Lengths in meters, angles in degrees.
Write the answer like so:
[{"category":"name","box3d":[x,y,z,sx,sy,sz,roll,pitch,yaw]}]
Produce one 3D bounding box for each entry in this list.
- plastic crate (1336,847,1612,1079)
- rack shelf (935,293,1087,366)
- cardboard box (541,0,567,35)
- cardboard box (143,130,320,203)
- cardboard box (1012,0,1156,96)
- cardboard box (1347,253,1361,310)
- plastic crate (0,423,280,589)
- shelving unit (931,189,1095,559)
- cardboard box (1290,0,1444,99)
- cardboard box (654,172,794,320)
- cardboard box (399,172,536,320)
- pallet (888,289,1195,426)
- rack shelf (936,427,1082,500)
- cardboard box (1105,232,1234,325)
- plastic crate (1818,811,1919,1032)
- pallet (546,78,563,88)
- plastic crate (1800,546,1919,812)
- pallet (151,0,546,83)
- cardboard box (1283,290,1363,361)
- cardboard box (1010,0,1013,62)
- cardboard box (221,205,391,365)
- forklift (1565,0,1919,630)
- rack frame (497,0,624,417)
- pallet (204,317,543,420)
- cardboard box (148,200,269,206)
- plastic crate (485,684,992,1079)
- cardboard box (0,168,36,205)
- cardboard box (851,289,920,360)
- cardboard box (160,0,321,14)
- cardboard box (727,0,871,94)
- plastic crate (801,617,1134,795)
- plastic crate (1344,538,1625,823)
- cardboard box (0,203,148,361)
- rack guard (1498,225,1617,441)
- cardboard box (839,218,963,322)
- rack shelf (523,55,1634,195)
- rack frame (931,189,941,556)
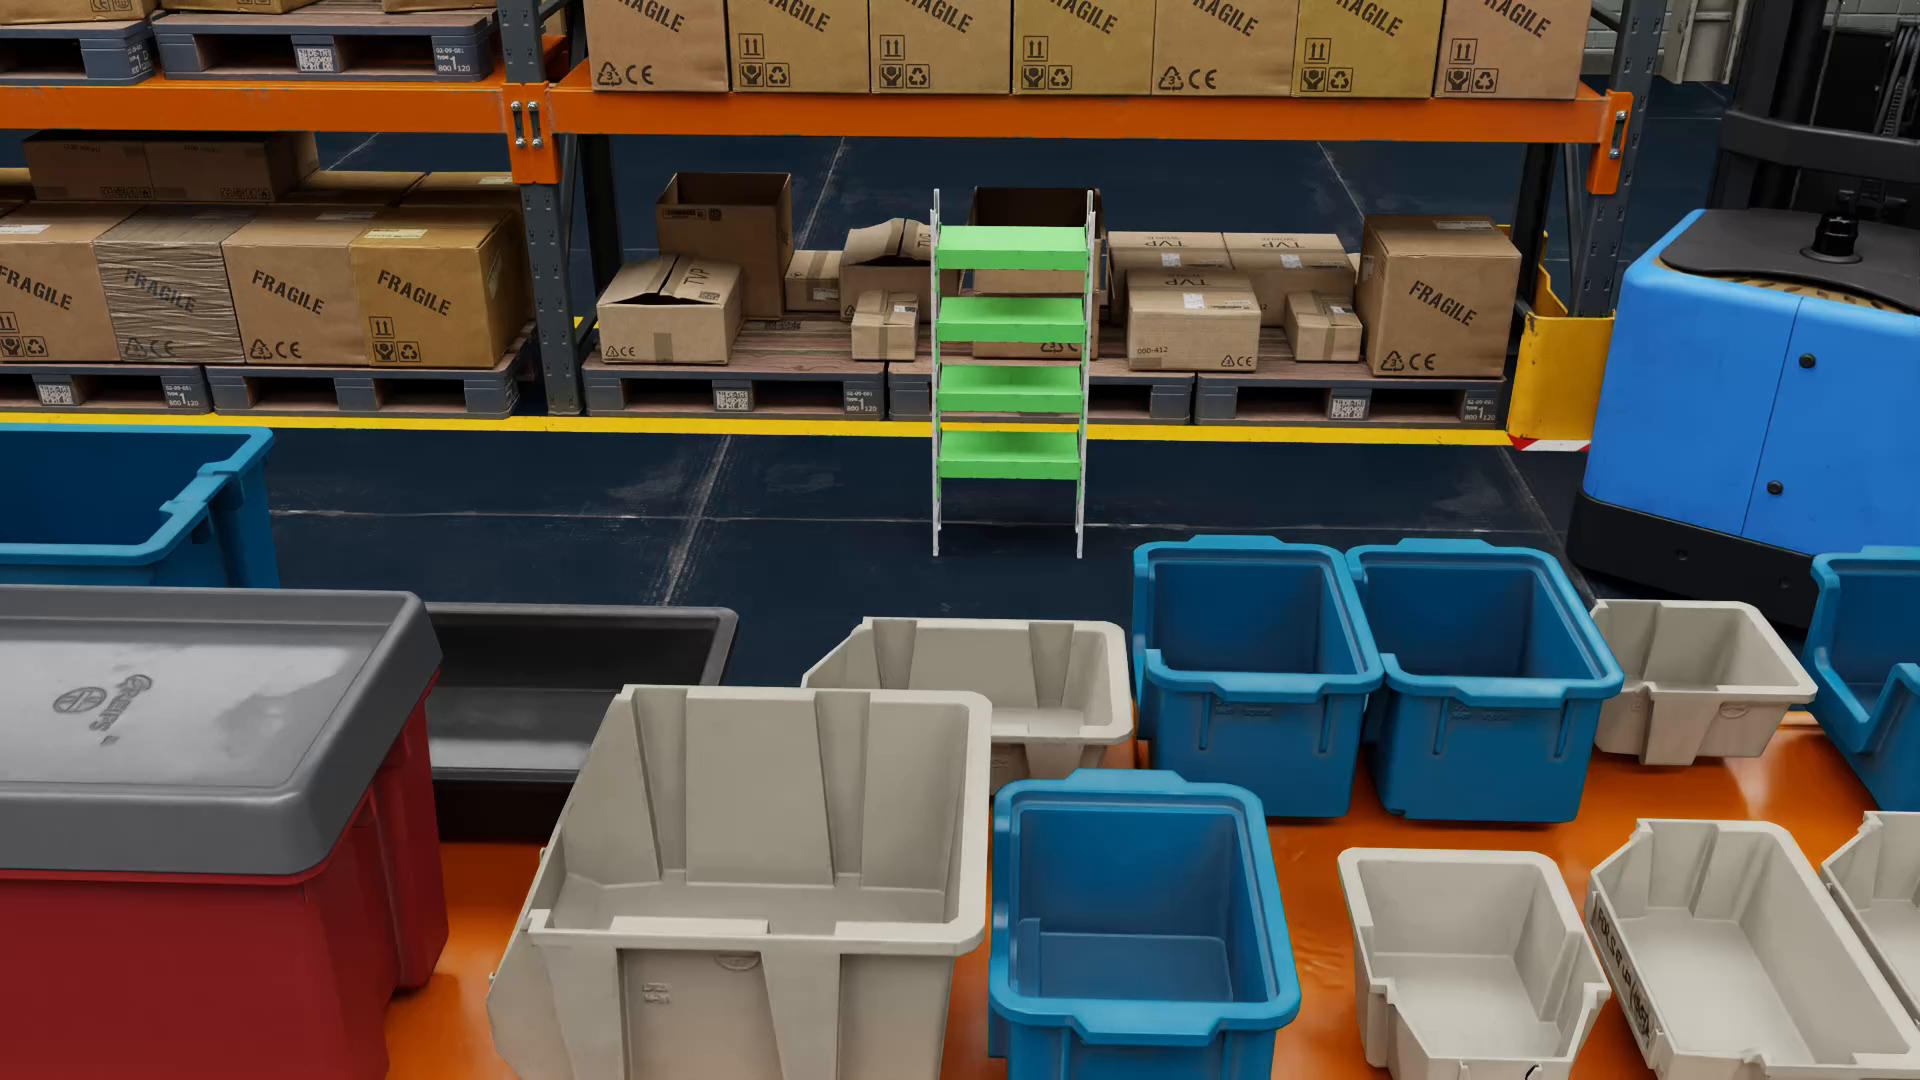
[{"category":"plastic crate","box3d":[0.558,0.491,1.839,0.250,0.136,0.298,1,28,2]},{"category":"rack shelf","box3d":[0.165,-0.683,5.381,0.480,0.148,0.258,1,28,2]},{"category":"cardboard box","box3d":[-2.947,-3.572,11.132,0.750,0.750,0.750,2,28,3]},{"category":"cardboard box","box3d":[-3.049,-1.614,6.991,0.500,0.250,0.500,1,28,2]},{"category":"cardboard box","box3d":[0.445,-1.938,6.097,0.500,0.500,0.500,1,28,1]},{"category":"cardboard box","box3d":[1.766,-1.102,7.182,0.250,0.166,0.380,1,28,2]},{"category":"plastic crate","box3d":[-1.275,0.093,2.325,0.575,0.384,0.392,1,28,2]},{"category":"shelving unit","box3d":[0.165,-0.527,5.464,0.503,1.200,0.258,1,28,2]},{"category":"cardboard box","box3d":[1.447,-1.919,6.061,0.500,0.500,0.500,1,28,2]},{"category":"cardboard box","box3d":[-0.996,-1.267,7.137,0.500,0.500,0.500,1,28,2]},{"category":"cardboard box","box3d":[-2.050,-1.266,7.135,0.500,0.500,0.500,0,28,-1]},{"category":"pallet","box3d":[0.334,-0.791,7.018,1.213,0.211,1.003,1,28,2]},{"category":"rack shelf","box3d":[0.165,-0.259,5.606,0.480,0.148,0.258,1,28,2]},{"category":"cardboard box","box3d":[0.890,-1.126,7.137,0.500,0.250,0.500,1,28,2]},{"category":"plastic crate","box3d":[1.133,0.480,1.859,0.243,0.136,0.396,1,28,2]},{"category":"pallet","box3d":[-2.178,-3.118,11.407,1.213,0.211,1.003,1,28,2]},{"category":"plastic crate","box3d":[1.351,0.209,2.268,0.300,0.233,0.416,1,28,2]},{"category":"pallet","box3d":[-2.370,-2.034,6.589,1.213,0.211,1.003,1,28,2]},{"category":"cardboard box","box3d":[1.469,-0.873,6.750,0.250,0.166,0.380,1,28,2]},{"category":"cardboard box","box3d":[-0.038,-2.195,6.581,0.500,0.500,0.500,2,28,3]},{"category":"cardboard box","box3d":[-2.572,-1.030,6.690,0.500,0.500,0.500,1,28,2]},{"category":"forklift","box3d":[3.274,-1.598,5.635,1.130,2.935,3.031,19,33,31]},{"category":"rack frame","box3d":[-1.575,-2.054,6.422,0.127,3.000,1.000,1,28,2]},{"category":"pallet","box3d":[-2.389,-0.818,7.067,1.213,0.211,1.003,1,28,2]},{"category":"cardboard box","box3d":[-3.082,-1.282,7.164,0.500,0.500,0.500,1,28,2]},{"category":"plastic crate","box3d":[-0.234,0.402,1.852,0.530,0.282,0.437,1,28,2]},{"category":"cardboard box","box3d":[-4.112,-1.296,7.191,0.500,0.500,0.500,0,28,0]},{"category":"cardboard box","box3d":[-0.298,-0.879,6.761,0.250,0.166,0.380,1,28,2]},{"category":"cardboard box","box3d":[-2.730,-2.378,6.478,0.500,0.500,0.700,5,28,10]},{"category":"cardboard box","box3d":[-0.563,-1.955,6.129,0.500,0.500,0.500,1,28,3]},{"category":"plastic crate","box3d":[-0.003,0.242,2.308,0.466,0.136,0.293,1,28,2]},{"category":"plastic crate","box3d":[0.693,0.198,2.289,0.300,0.233,0.416,1,28,2]},{"category":"cardboard box","box3d":[-3.581,-1.046,6.720,0.500,0.500,0.500,0,28,0]},{"category":"rack guard","box3d":[2.347,-0.885,6.885,0.348,0.500,1.175,1,28,2]},{"category":"cardboard box","box3d":[-0.246,-1.171,7.158,0.500,0.311,0.500,1,28,2]},{"category":"rack shelf","box3d":[0.424,-1.703,6.528,4.000,0.370,1.077,1,28,2]},{"category":"rack frame","box3d":[-0.078,-0.531,5.471,0.015,1.200,0.240,1,28,2]}]
